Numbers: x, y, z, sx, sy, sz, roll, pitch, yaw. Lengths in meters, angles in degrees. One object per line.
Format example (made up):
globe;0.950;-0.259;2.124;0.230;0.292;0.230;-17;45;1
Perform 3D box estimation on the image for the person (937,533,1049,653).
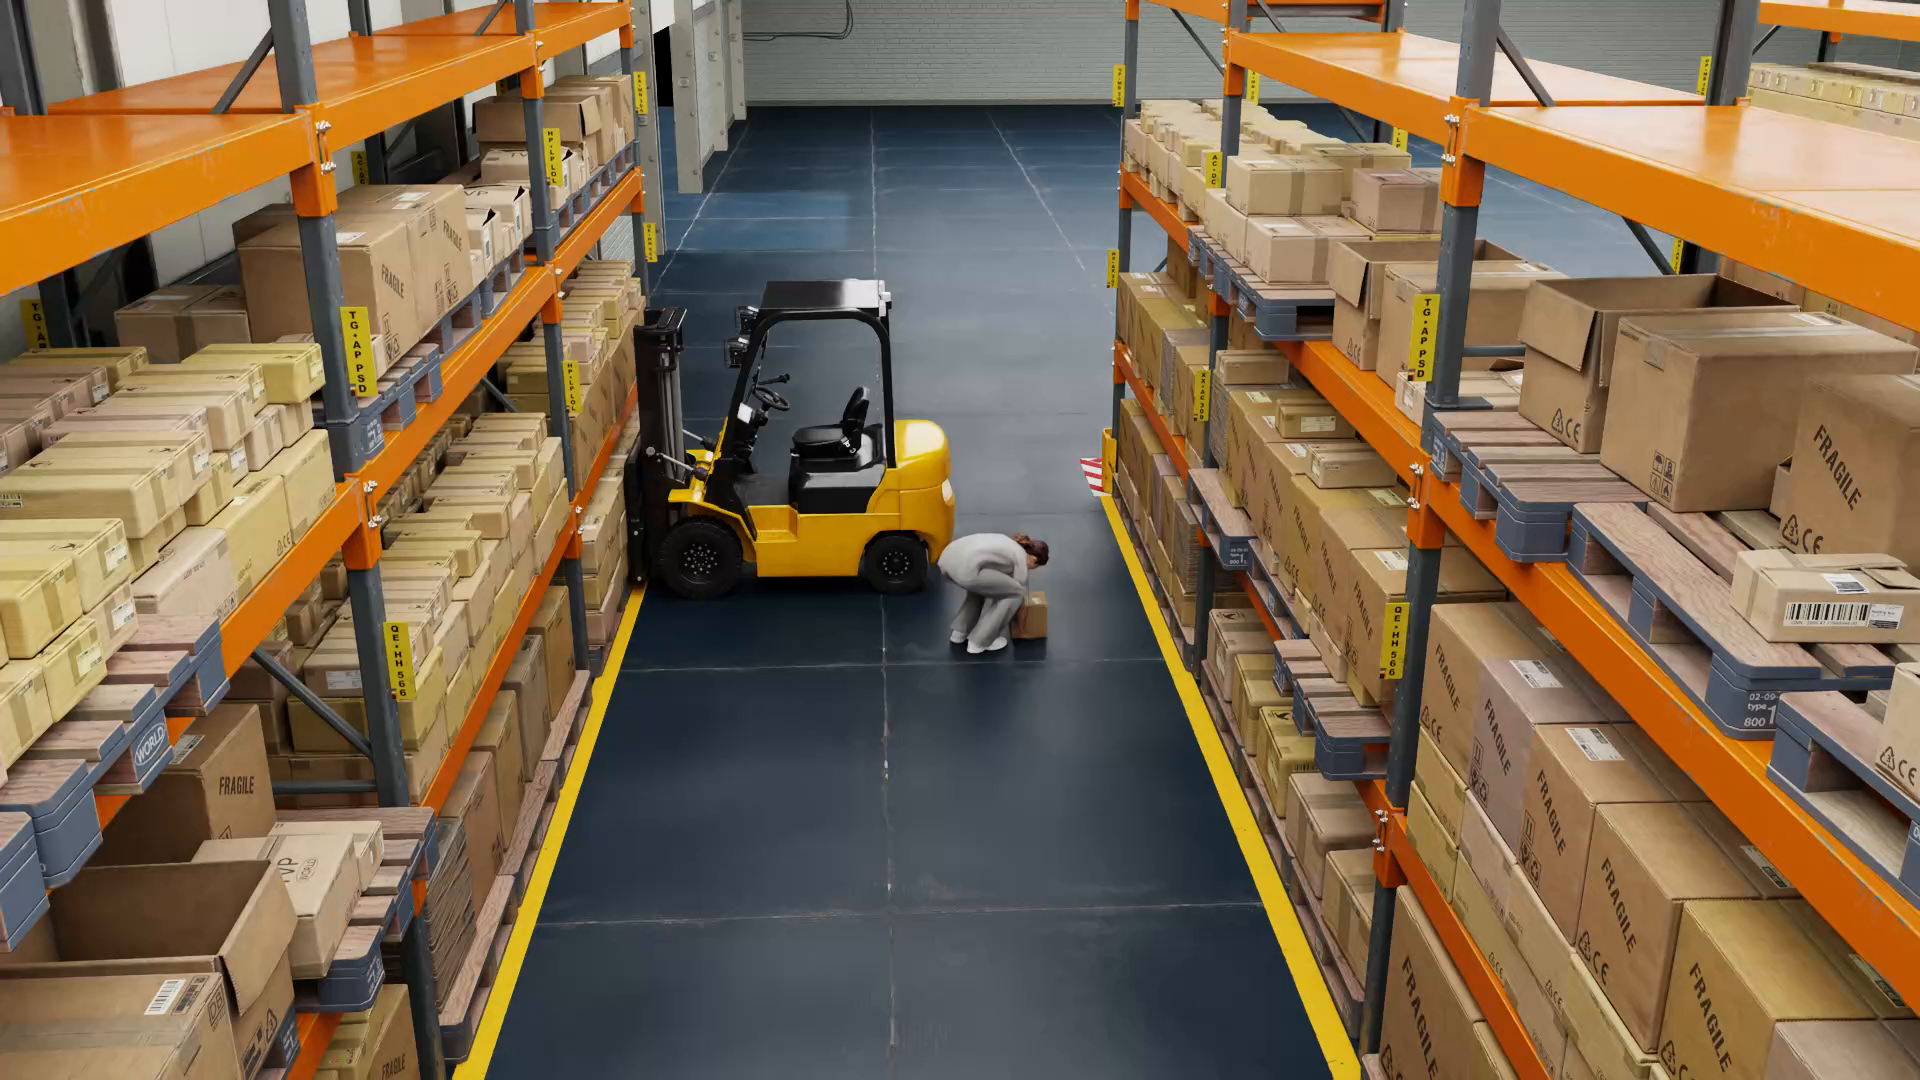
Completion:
person;0.250;0.362;11.504;0.863;0.788;0.475;-14;24;-32
